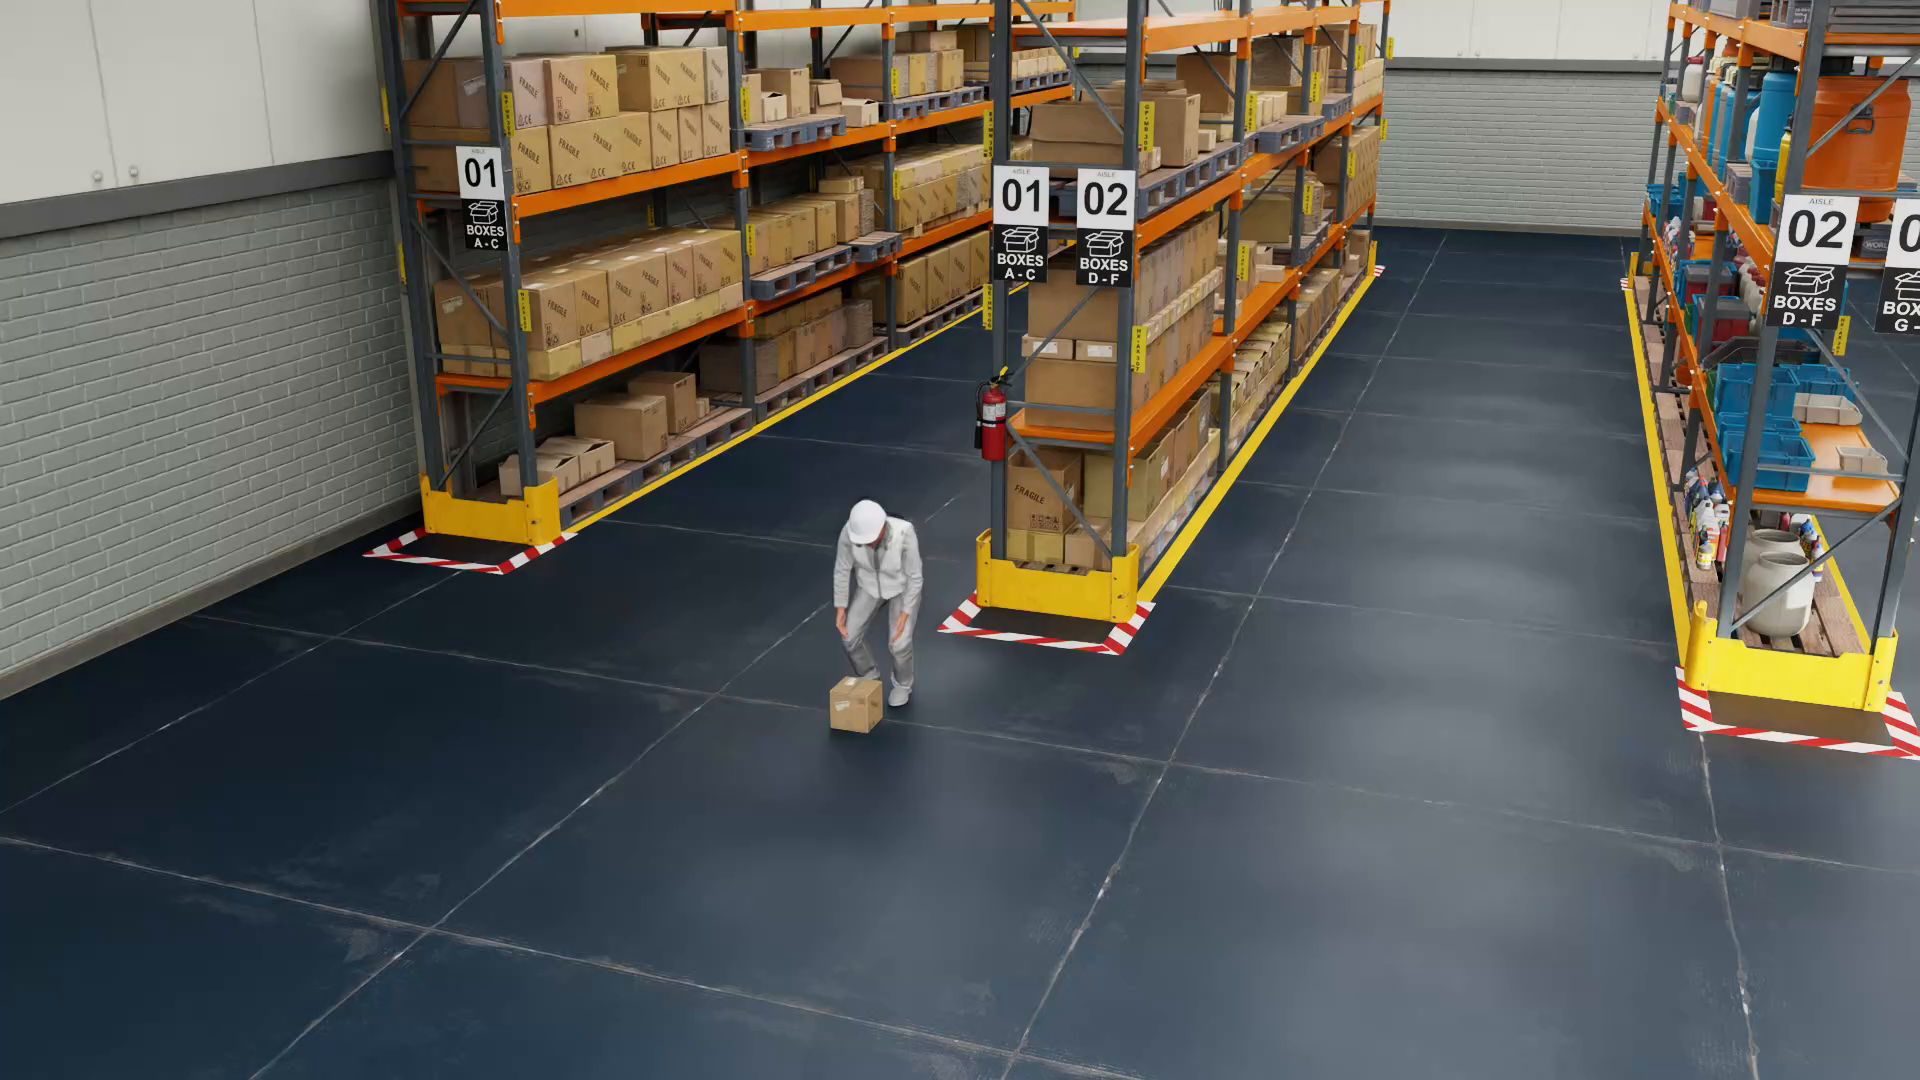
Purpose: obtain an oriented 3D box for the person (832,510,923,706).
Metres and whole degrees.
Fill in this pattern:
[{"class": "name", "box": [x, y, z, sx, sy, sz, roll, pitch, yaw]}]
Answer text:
[{"class": "person", "box": [-0.486, 0.386, 10.524, 0.589, 1.360, 0.799, 6, 20, 18]}]
